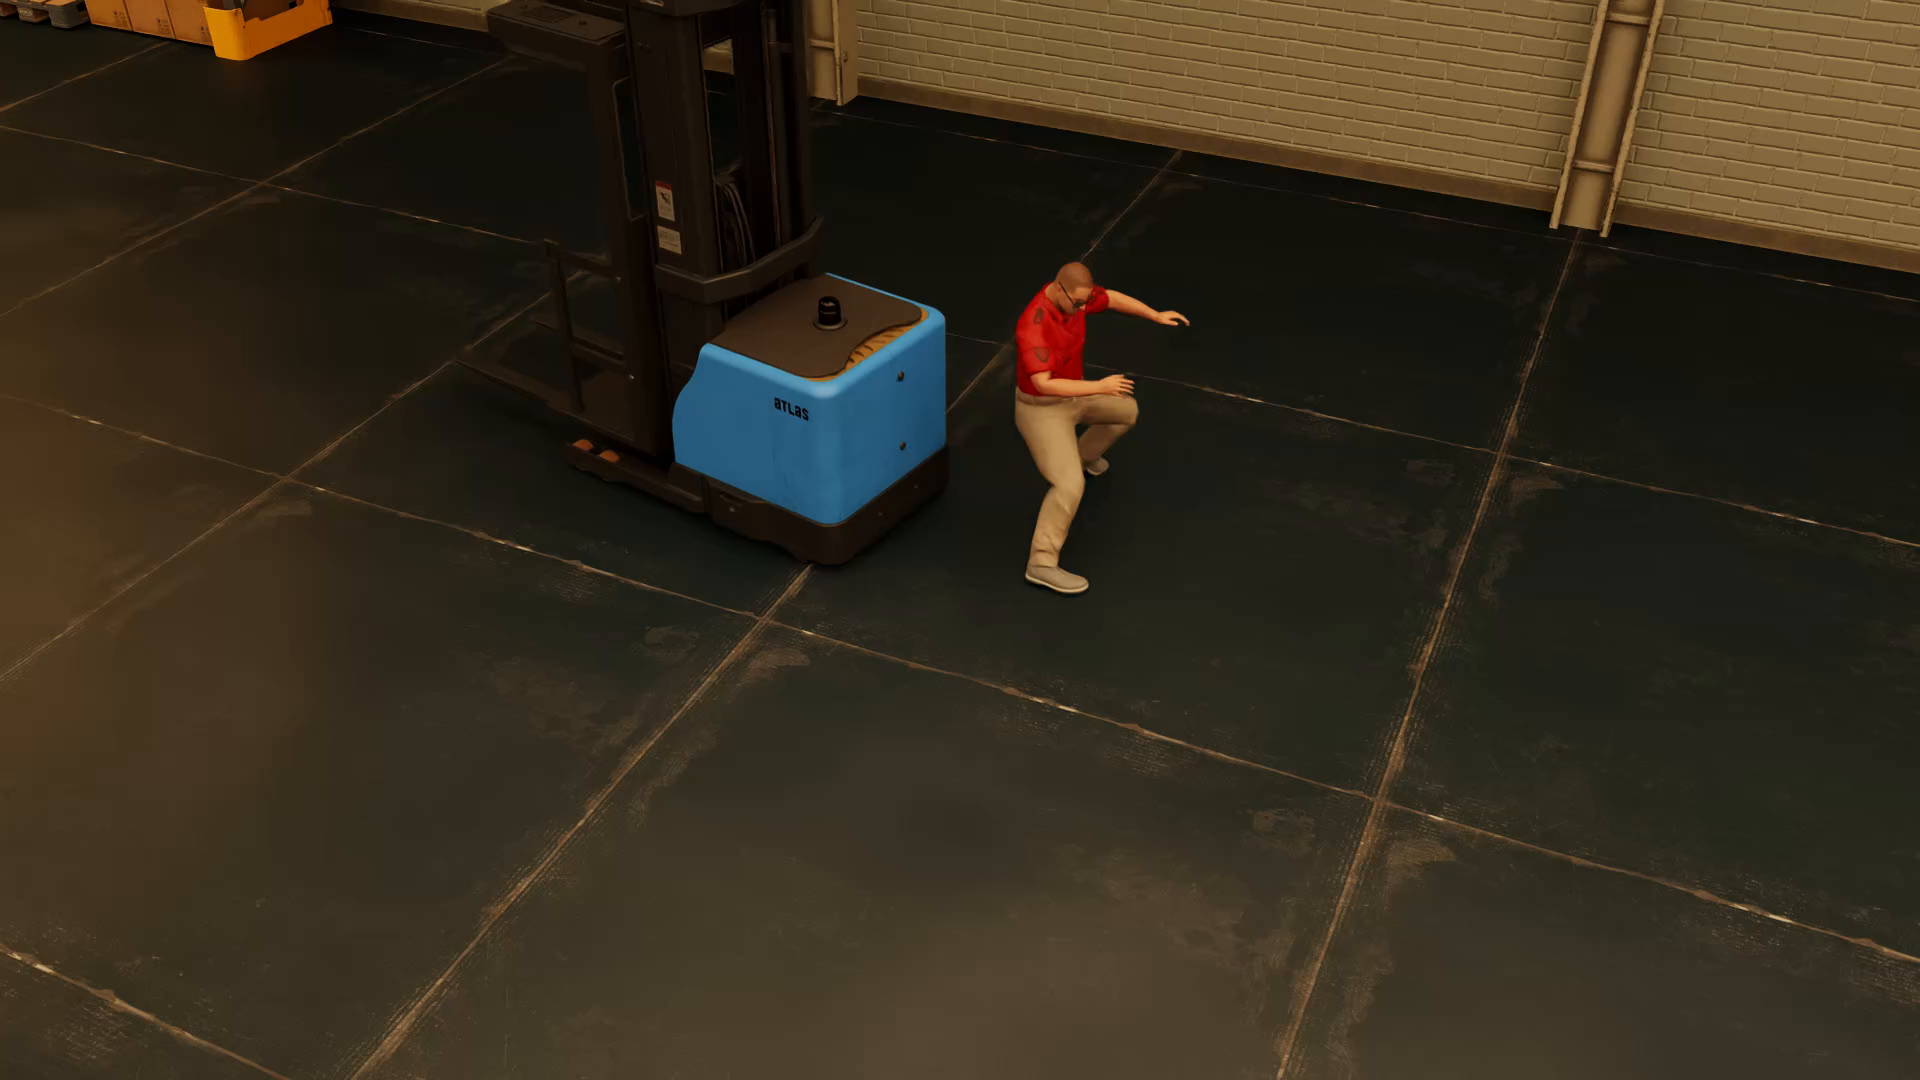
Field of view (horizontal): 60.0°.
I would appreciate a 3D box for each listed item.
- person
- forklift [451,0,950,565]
[{"bbox_3d":[0.621,-0.680,8.302,0.670,1.525,1.180,21,40,26],"label":"person"},{"bbox_3d":[-1.554,-1.740,8.526,3.031,2.935,1.130,22,41,28],"label":"forklift"}]
